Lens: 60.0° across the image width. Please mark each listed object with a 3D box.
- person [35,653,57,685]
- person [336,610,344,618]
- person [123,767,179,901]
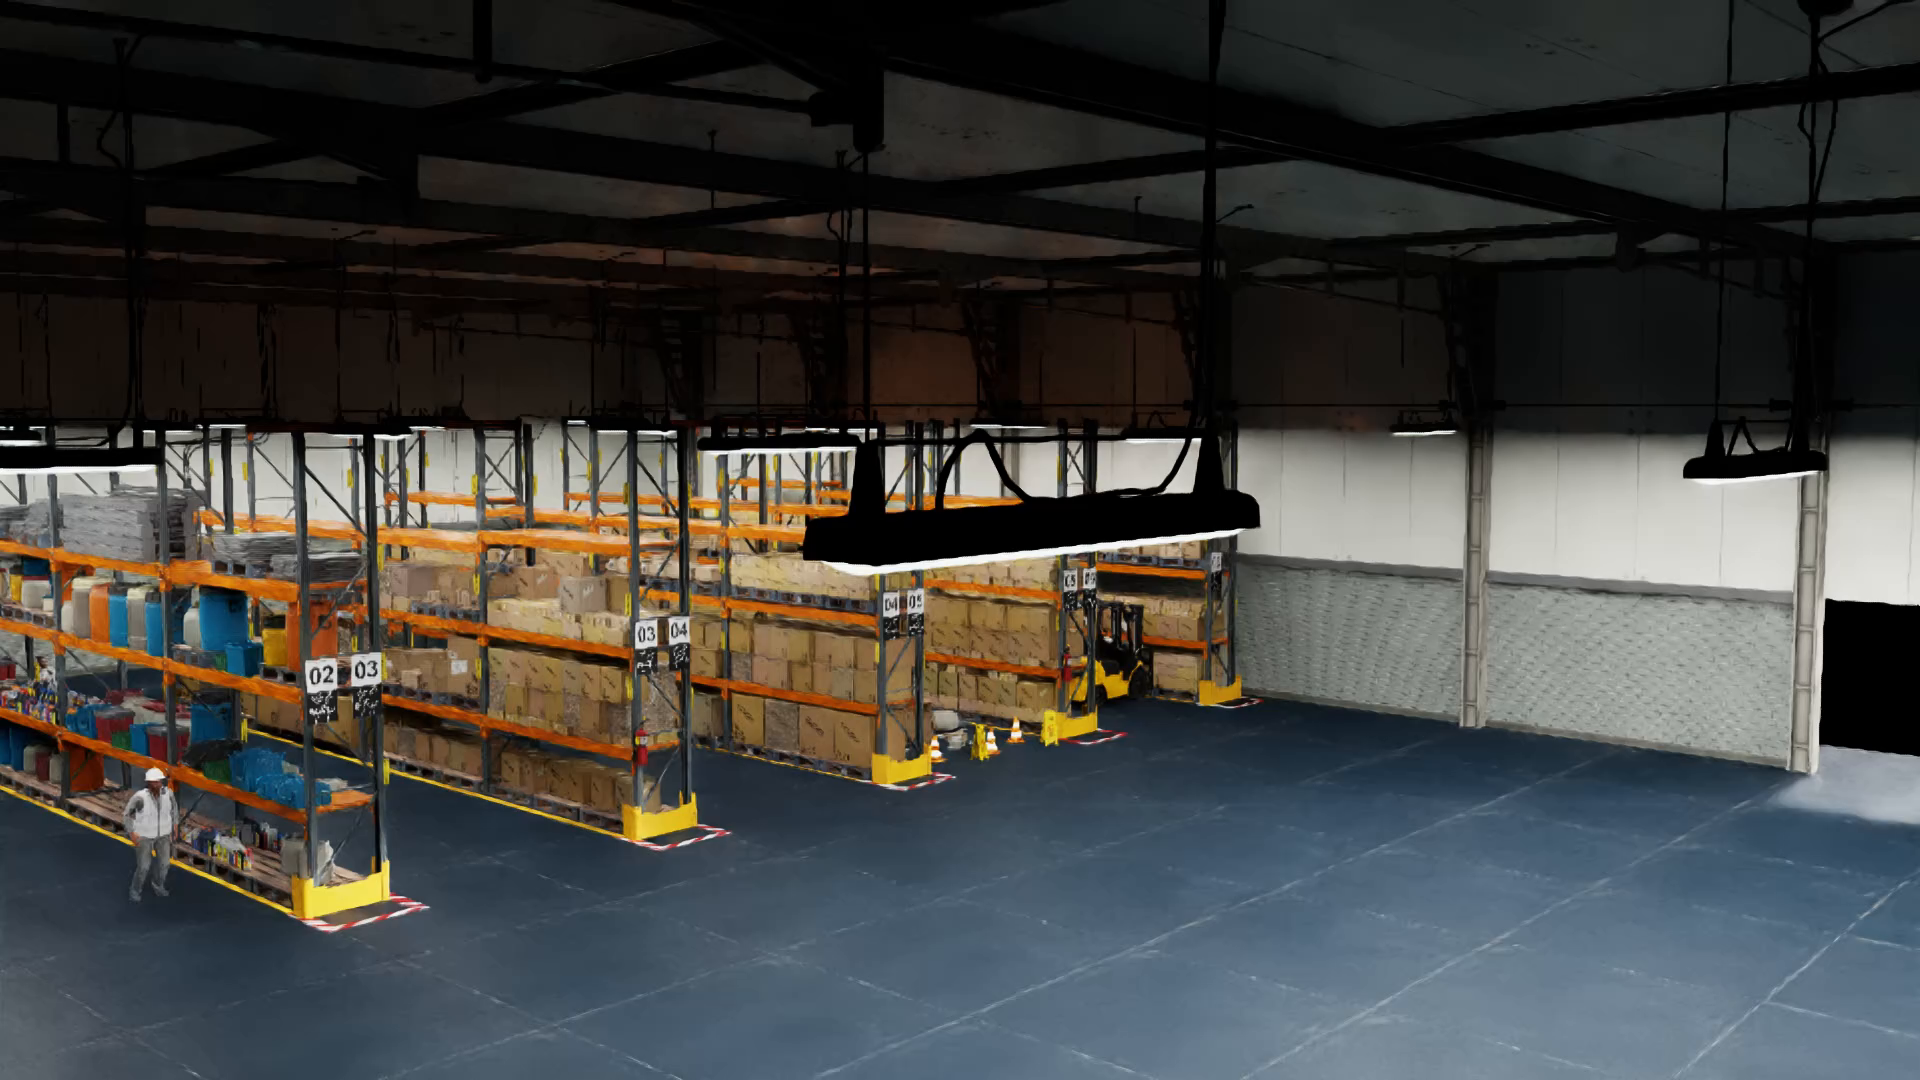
[{"bbox_3d":[-17.442,2.931,31.668,1.089,1.590,0.488,4,6,40],"label":"person"},{"bbox_3d":[-15.204,2.240,40.391,0.534,1.582,0.935,-2,5,-27],"label":"person"},{"bbox_3d":[-10.314,3.740,21.242,0.574,1.726,0.677,4,6,40],"label":"person"}]
